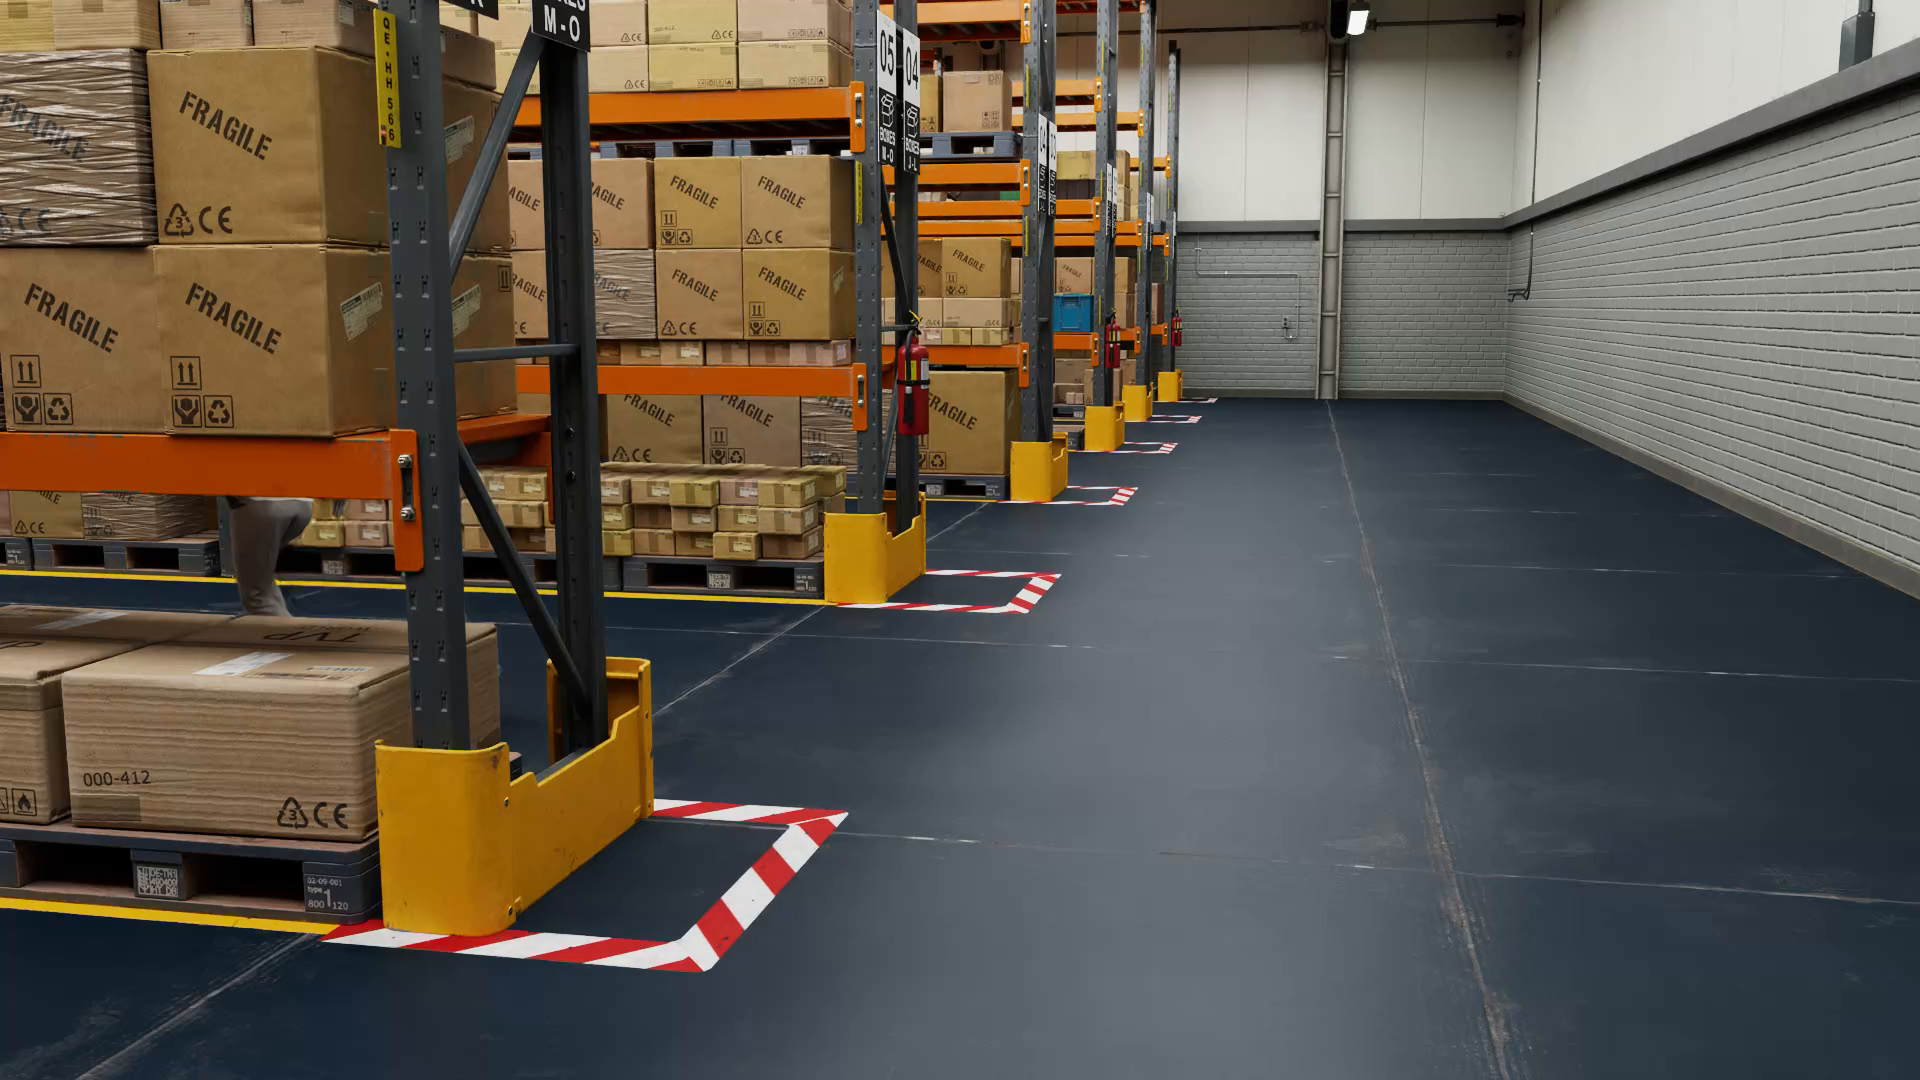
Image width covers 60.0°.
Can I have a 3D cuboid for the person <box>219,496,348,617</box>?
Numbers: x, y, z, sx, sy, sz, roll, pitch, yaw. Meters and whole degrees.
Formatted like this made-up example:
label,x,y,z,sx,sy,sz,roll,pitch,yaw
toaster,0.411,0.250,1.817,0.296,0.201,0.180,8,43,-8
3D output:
label,x,y,z,sx,sy,sz,roll,pitch,yaw
person,-2.888,-0.138,6.880,0.644,1.668,0.613,3,9,21
